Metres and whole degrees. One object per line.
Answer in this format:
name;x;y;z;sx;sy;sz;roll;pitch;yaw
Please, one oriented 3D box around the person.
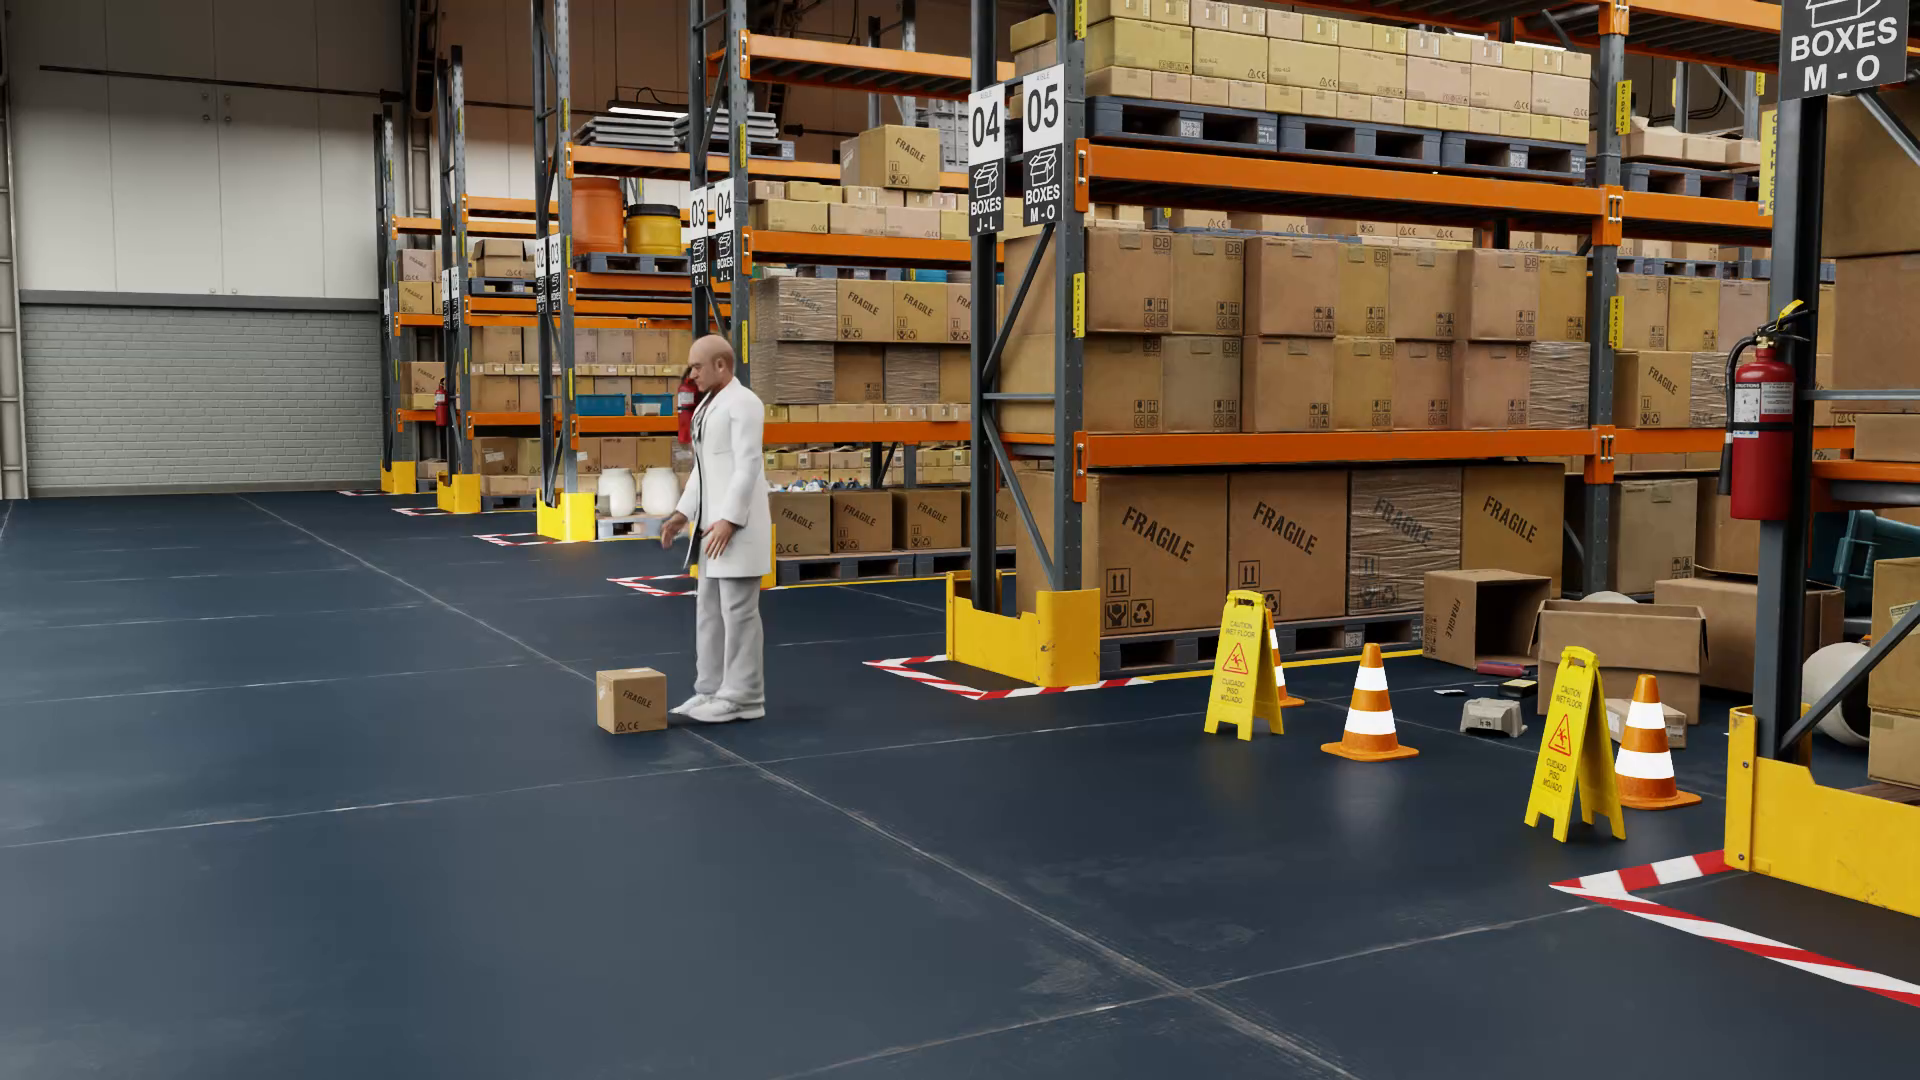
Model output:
person;-1.122;-0.030;7.748;0.446;1.836;0.591;-3;6;-29
